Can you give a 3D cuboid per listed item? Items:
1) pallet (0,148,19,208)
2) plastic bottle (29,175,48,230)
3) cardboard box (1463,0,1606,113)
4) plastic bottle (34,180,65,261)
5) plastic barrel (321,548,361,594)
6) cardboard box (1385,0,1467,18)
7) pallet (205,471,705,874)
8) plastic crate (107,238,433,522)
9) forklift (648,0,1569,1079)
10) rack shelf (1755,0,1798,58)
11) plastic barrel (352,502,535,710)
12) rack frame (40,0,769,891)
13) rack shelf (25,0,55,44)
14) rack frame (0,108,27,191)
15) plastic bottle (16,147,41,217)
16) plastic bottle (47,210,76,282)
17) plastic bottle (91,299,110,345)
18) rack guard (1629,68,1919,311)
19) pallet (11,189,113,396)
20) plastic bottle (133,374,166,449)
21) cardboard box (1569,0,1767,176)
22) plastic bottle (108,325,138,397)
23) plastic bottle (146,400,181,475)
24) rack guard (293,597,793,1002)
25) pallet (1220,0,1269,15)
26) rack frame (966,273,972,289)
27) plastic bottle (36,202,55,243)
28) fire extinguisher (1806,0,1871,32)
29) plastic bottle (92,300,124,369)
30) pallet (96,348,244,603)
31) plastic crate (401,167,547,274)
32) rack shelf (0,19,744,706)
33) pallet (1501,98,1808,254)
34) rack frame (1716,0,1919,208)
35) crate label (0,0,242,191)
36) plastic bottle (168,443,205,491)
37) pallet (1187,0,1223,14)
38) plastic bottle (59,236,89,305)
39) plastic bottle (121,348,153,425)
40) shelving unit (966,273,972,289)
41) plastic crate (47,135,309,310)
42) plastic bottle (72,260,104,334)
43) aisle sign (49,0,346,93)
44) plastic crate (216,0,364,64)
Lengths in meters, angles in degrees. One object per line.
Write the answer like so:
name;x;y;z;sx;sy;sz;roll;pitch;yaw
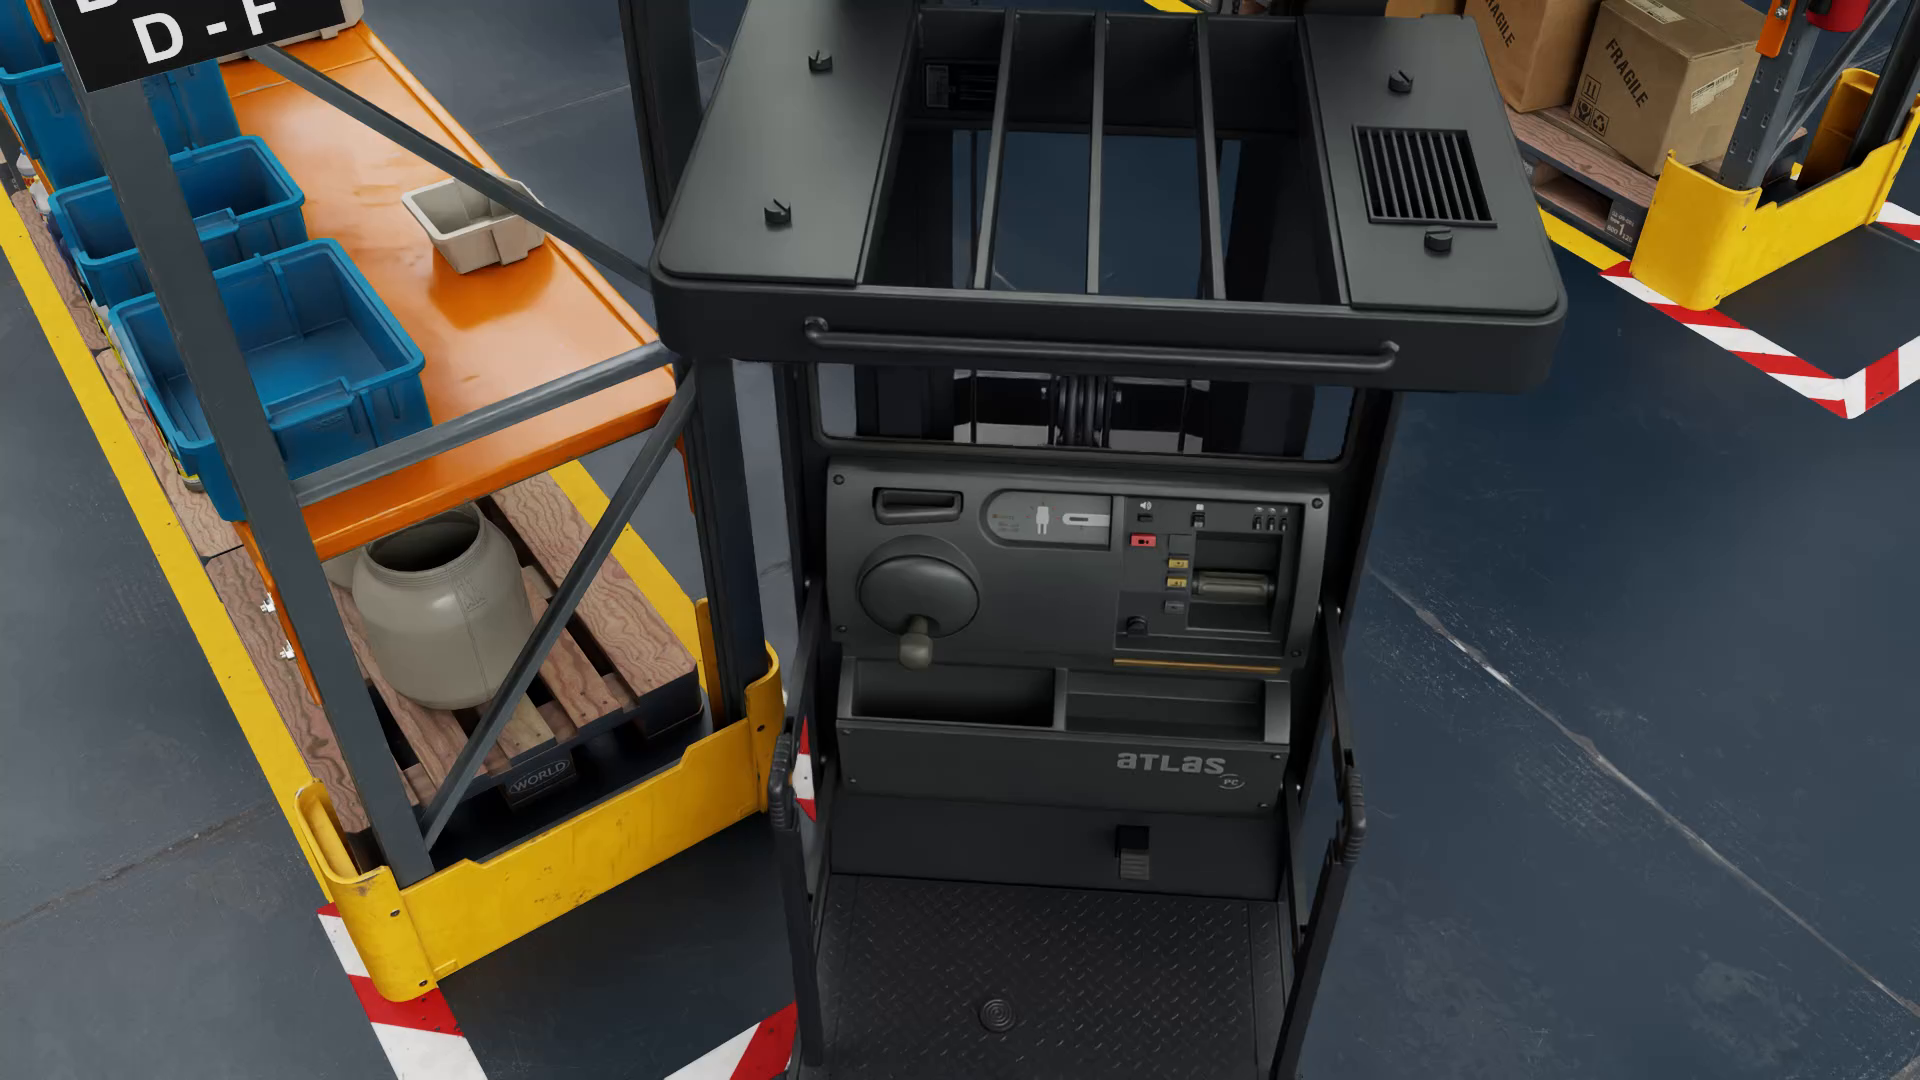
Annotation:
pallet;-3.696;-1.927;7.116;1.003;0.211;1.213;-26;49;-24
plastic bottle;-3.334;-1.242;6.086;0.097;0.201;0.097;0;44;0
cardboard box;2.422;-2.130;6.815;0.500;0.500;0.500;-14;45;-14
plastic bottle;-3.185;-1.154;5.941;0.152;0.276;0.135;-24;49;-23
plastic barrel;-1.653;-0.119;4.700;0.421;0.512;0.421;0;44;0
cardboard box;2.079;-2.492;7.195;0.500;0.500;0.500;-21;48;-21
pallet;-1.469;0.281;4.802;1.003;0.211;1.213;-26;49;-24
plastic crate;-1.459;-0.352;3.554;0.499;0.251;0.616;-26;49;-24
forklift;0.199;0.149;2.971;1.130;2.935;3.031;3;44;3
rack shelf;1.991;-3.070;6.814;1.077;0.370;4.000;-26;49;-24
plastic barrel;-1.366;0.165;4.403;0.421;0.512;0.421;0;44;0
rack frame;-0.927;-0.241;3.330;1.000;3.000;0.127;-26;49;-24
rack shelf;-2.071;-2.198;3.729;1.077;0.370;4.000;-26;49;-24
rack frame;-3.215;-2.506;5.703;1.000;3.000;0.127;-26;49;-24
plastic bottle;-3.392;-1.325;6.123;0.097;0.271;0.097;0;44;0
plastic bottle;-3.094;-1.086;5.815;0.144;0.351;0.185;-24;49;-23
plastic bottle;-2.843;-0.755;5.577;0.097;0.201;0.097;0;44;0
rack guard;3.092;-1.336;6.288;1.175;0.500;0.348;-26;49;-24
pallet;-2.865;-1.101;6.250;1.003;0.211;1.213;-26;49;-24
plastic bottle;-2.459;-0.435;5.187;0.152;0.276;0.135;-25;49;-24
cardboard box;2.792;-1.805;6.475;0.500;0.500;0.500;-17;46;-17
plastic bottle;-2.636;-0.633;5.341;0.144;0.351;0.185;-24;49;-23
plastic bottle;-2.419;-0.343;5.086;0.061;0.283;0.133;-25;49;-24
rack guard;-1.009;0.639;4.219;1.175;0.500;0.348;-26;49;-24
pallet;1.962;-2.396;7.607;1.003;0.211;1.213;-26;49;-24
rack frame;-0.063;-0.388;5.004;0.240;0.900;0.006;-26;49;-24
plastic bottle;-3.276;-1.184;6.026;0.097;0.201;0.097;0;44;0
fire extinguisher;2.823;-1.922;5.147;0.296;0.674;0.183;-26;49;-24
plastic bottle;-2.743;-0.738;5.451;0.144;0.351;0.185;-26;49;-25
pallet;-2.163;-0.409;5.526;1.003;0.211;1.213;-26;49;-24
plastic crate;-1.175;-0.779;4.085;0.298;0.136;0.250;-26;49;-24
rack shelf;-2.071;-1.113;4.765;1.077;0.370;4.000;-26;49;-24
pallet;2.656;-1.706;6.884;1.003;0.211;1.213;-26;49;-24
rack frame;3.136;-2.197;5.379;1.000;3.000;0.127;-26;49;-24
crate label;-2.202;-1.189;4.298;0.502;0.435;0.616;-26;49;-24
plastic bottle;-2.337;-0.255;5.052;0.097;0.201;0.097;0;44;0
pallet;1.260;-3.088;8.331;1.003;0.211;1.213;-26;49;-24
plastic bottle;-2.986;-0.979;5.703;0.144;0.351;0.185;-28;50;-26
plastic bottle;-2.538;-0.514;5.270;0.152;0.276;0.135;-27;50;-25
shelving unit;-0.005;-0.330;4.944;0.258;0.900;0.210;-26;49;-24
plastic crate;-1.825;-0.722;3.942;0.499;0.251;0.408;-26;49;-24
plastic bottle;-2.926;-0.845;5.611;0.061;0.283;0.133;-24;48;-23
aisle sign;-1.129;-1.023;2.266;0.394;0.787;0.004;-26;49;-24
plastic crate;-2.079;-1.591;4.935;0.530;0.136;0.437;-26;49;-24
